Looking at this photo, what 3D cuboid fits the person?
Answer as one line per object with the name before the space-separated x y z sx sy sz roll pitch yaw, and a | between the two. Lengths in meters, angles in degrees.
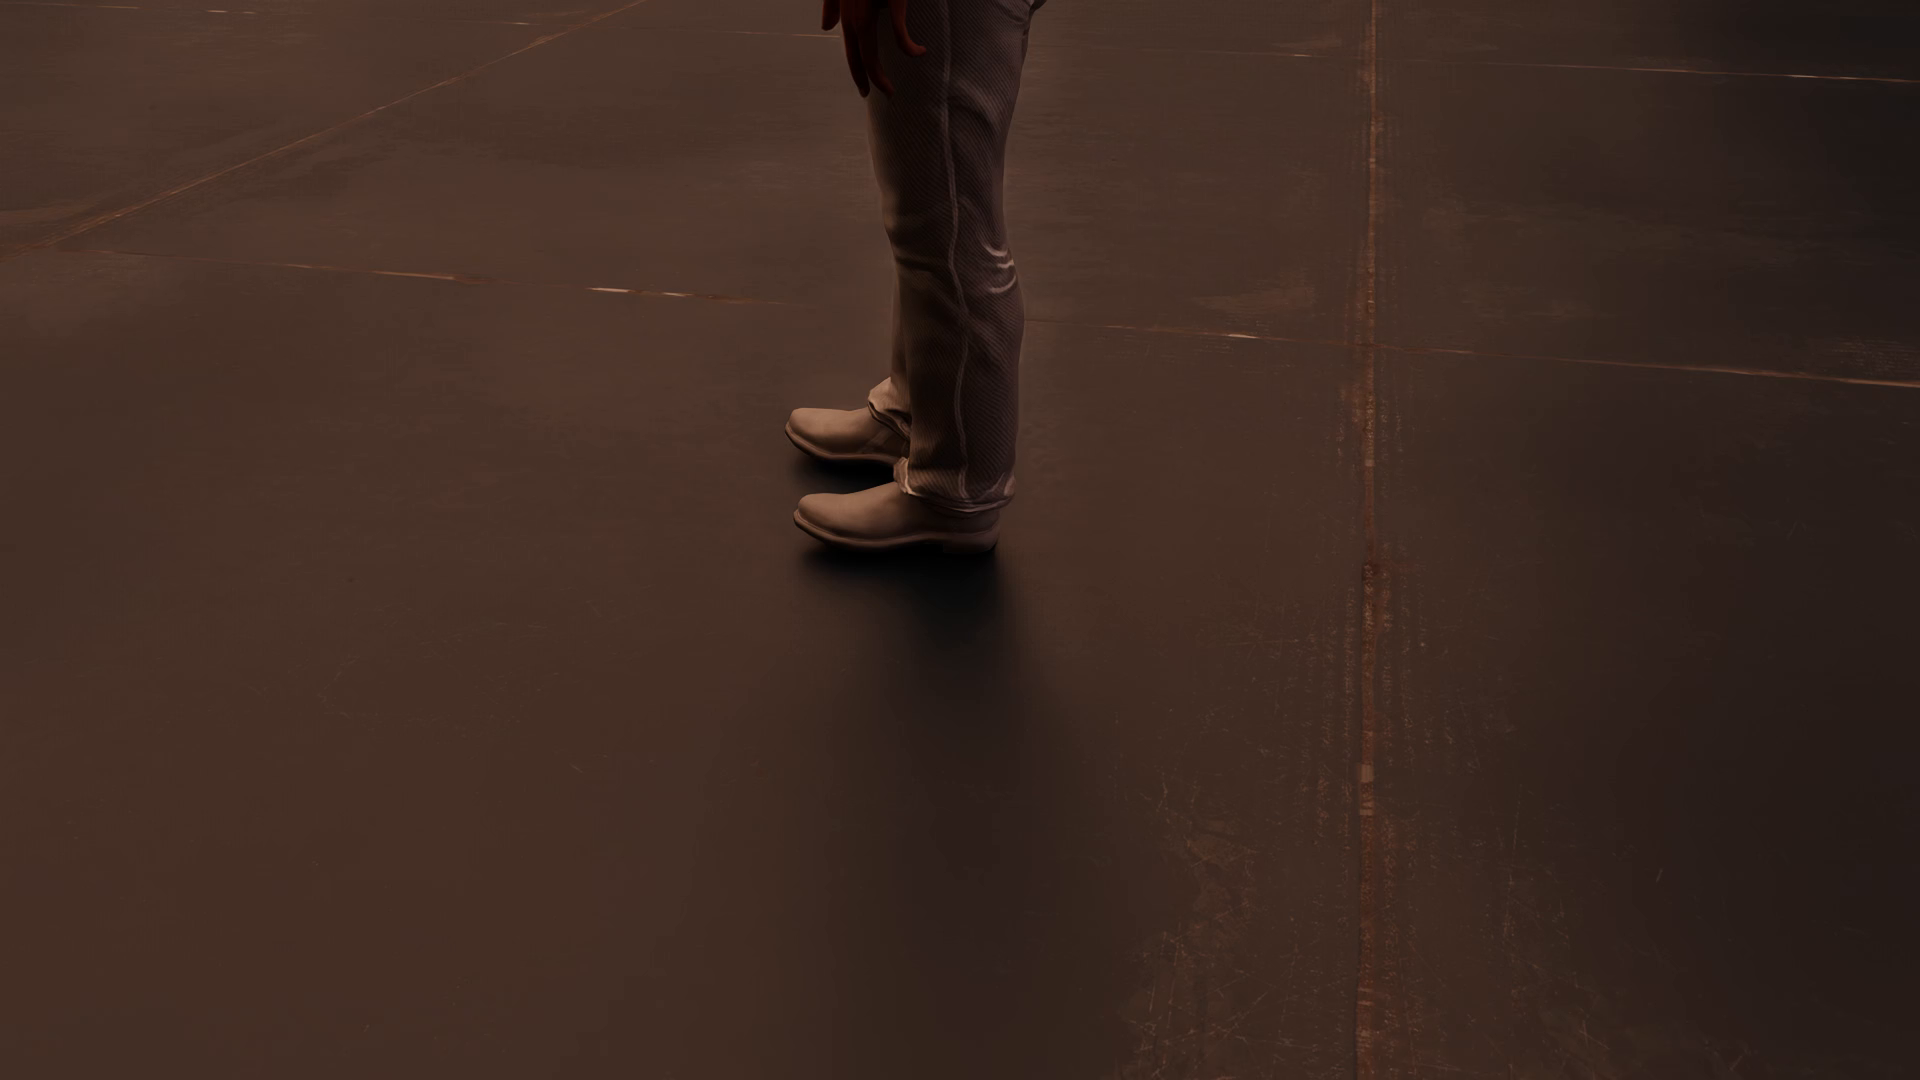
person | -0.067 -0.801 2.119 0.575 1.762 0.665 6 27 11
